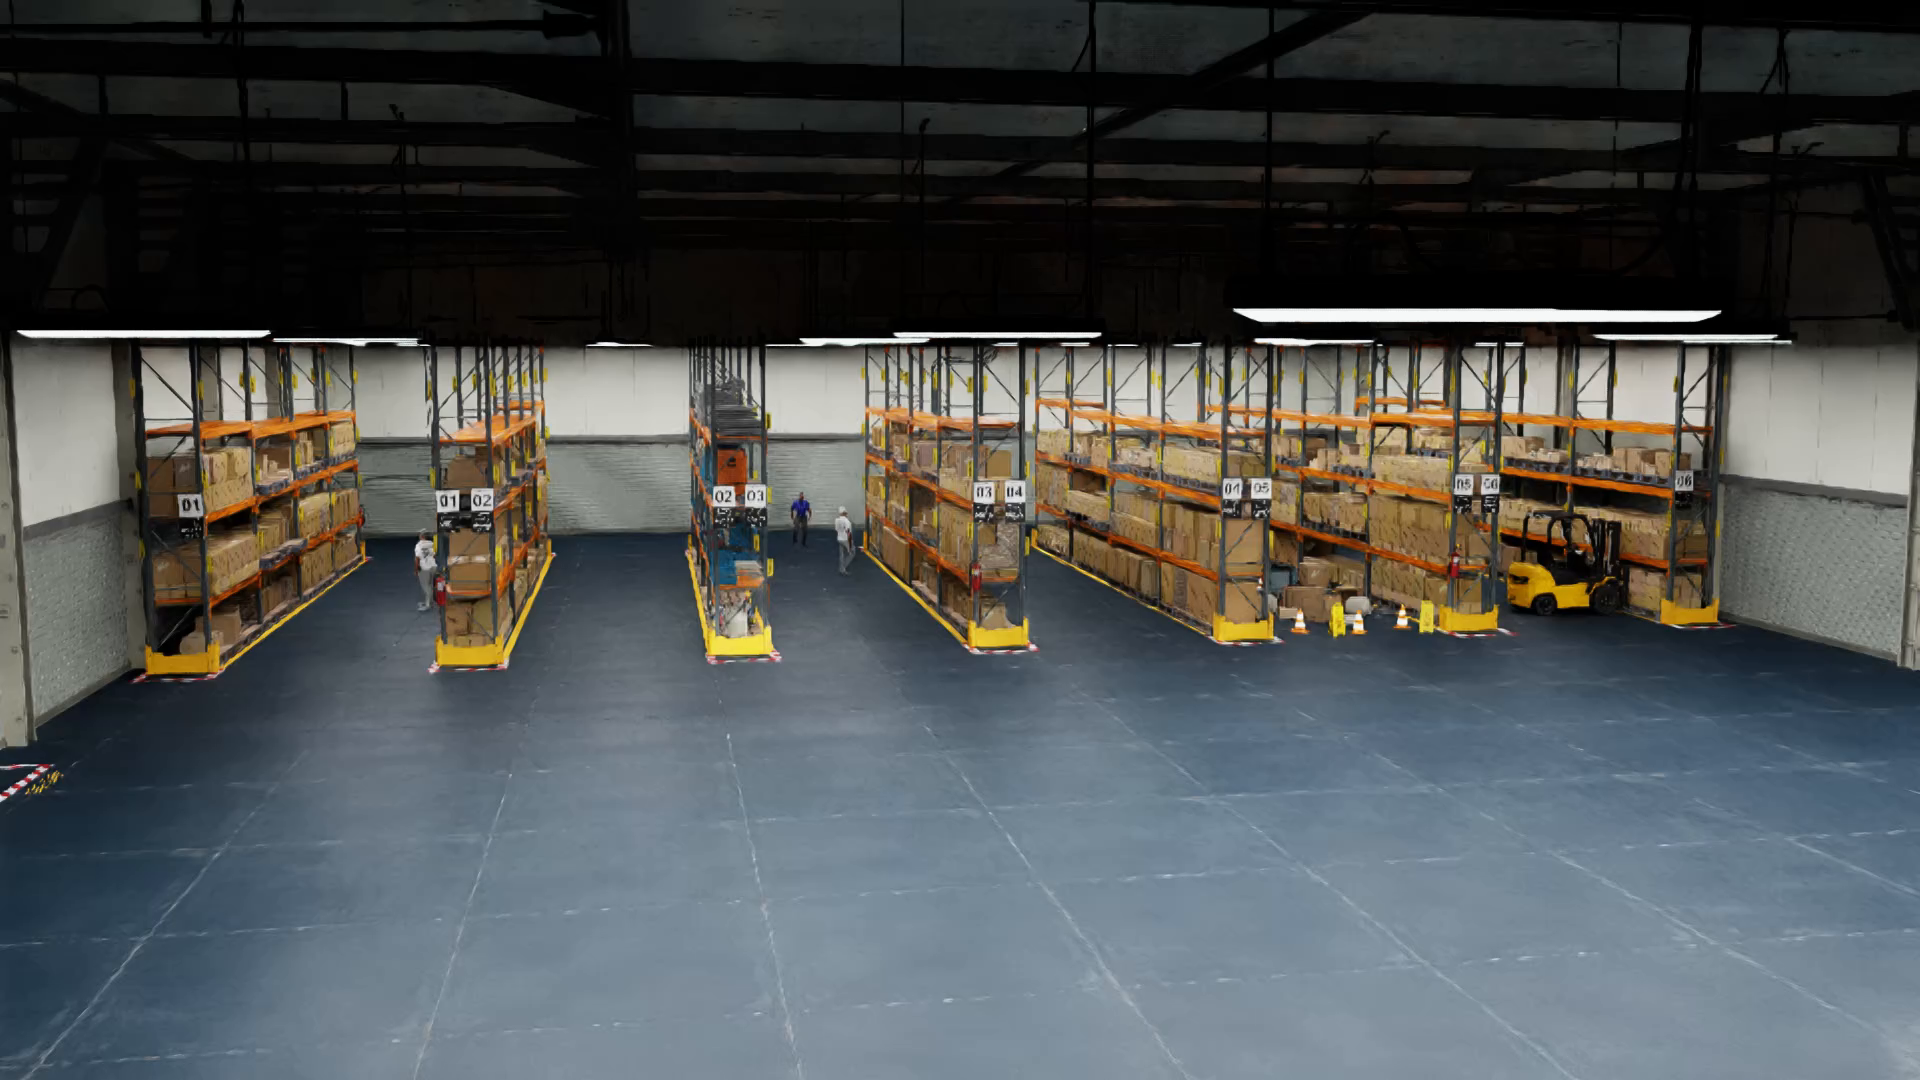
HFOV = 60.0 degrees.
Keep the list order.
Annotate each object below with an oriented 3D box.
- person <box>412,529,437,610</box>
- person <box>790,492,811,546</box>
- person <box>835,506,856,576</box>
[{"bbox_3d":[-11.828,0.639,36.704,0.574,1.748,0.647,3,7,22],"label":"person"},{"bbox_3d":[-4.645,-0.620,48.508,0.592,1.604,0.513,-2,7,-13],"label":"person"},{"bbox_3d":[-2.926,0.027,42.088,0.456,1.763,0.610,-5,8,-38],"label":"person"}]
